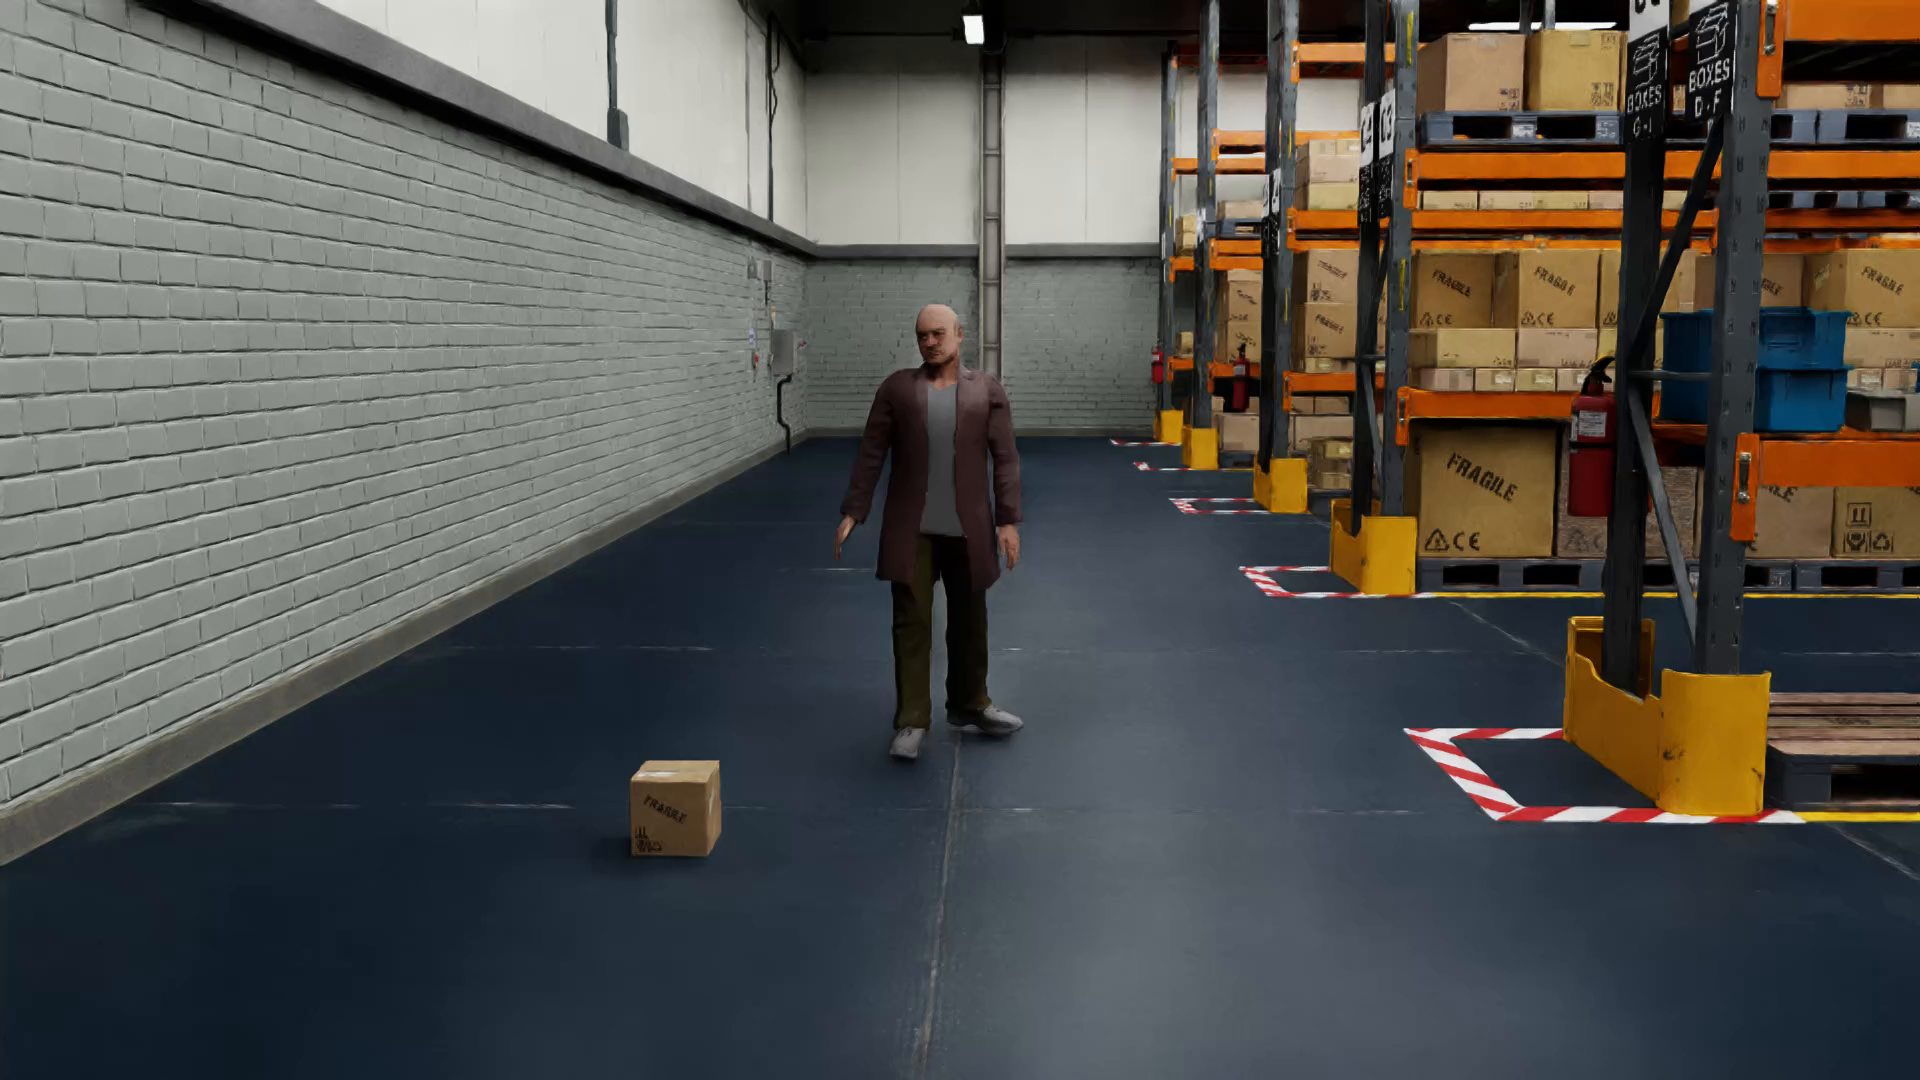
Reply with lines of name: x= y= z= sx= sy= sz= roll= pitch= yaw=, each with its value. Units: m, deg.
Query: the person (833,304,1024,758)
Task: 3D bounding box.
person: x=-0.116 y=-0.049 z=6.639 sx=0.779 sy=1.775 sz=0.682 roll=-1 pitch=7 yaw=-4
